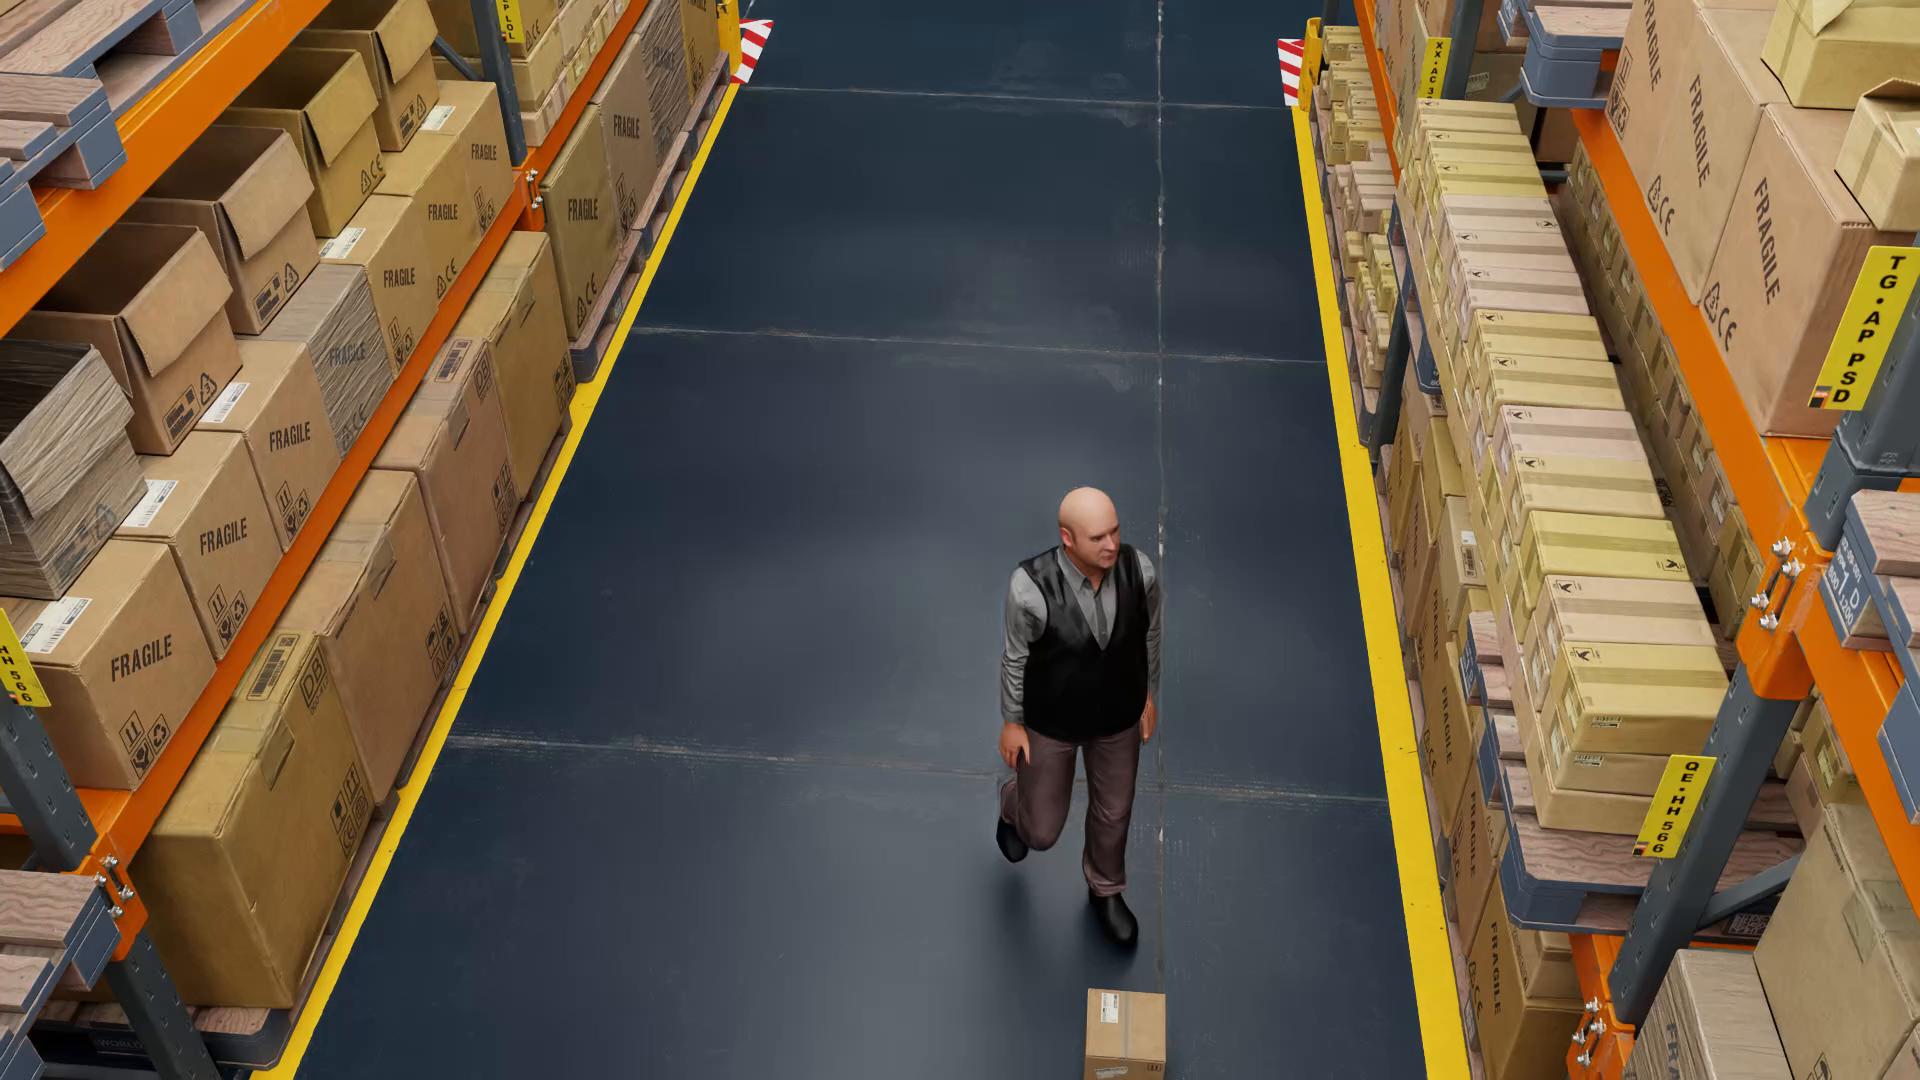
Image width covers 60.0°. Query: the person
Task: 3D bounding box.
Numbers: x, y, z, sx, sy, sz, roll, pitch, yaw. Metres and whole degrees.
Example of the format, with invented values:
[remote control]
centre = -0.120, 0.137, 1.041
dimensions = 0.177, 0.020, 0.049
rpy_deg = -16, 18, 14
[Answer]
[person]
centre = 0.405, 0.581, 5.446
dimensions = 0.570, 1.712, 0.637
rpy_deg = -12, 41, -14
